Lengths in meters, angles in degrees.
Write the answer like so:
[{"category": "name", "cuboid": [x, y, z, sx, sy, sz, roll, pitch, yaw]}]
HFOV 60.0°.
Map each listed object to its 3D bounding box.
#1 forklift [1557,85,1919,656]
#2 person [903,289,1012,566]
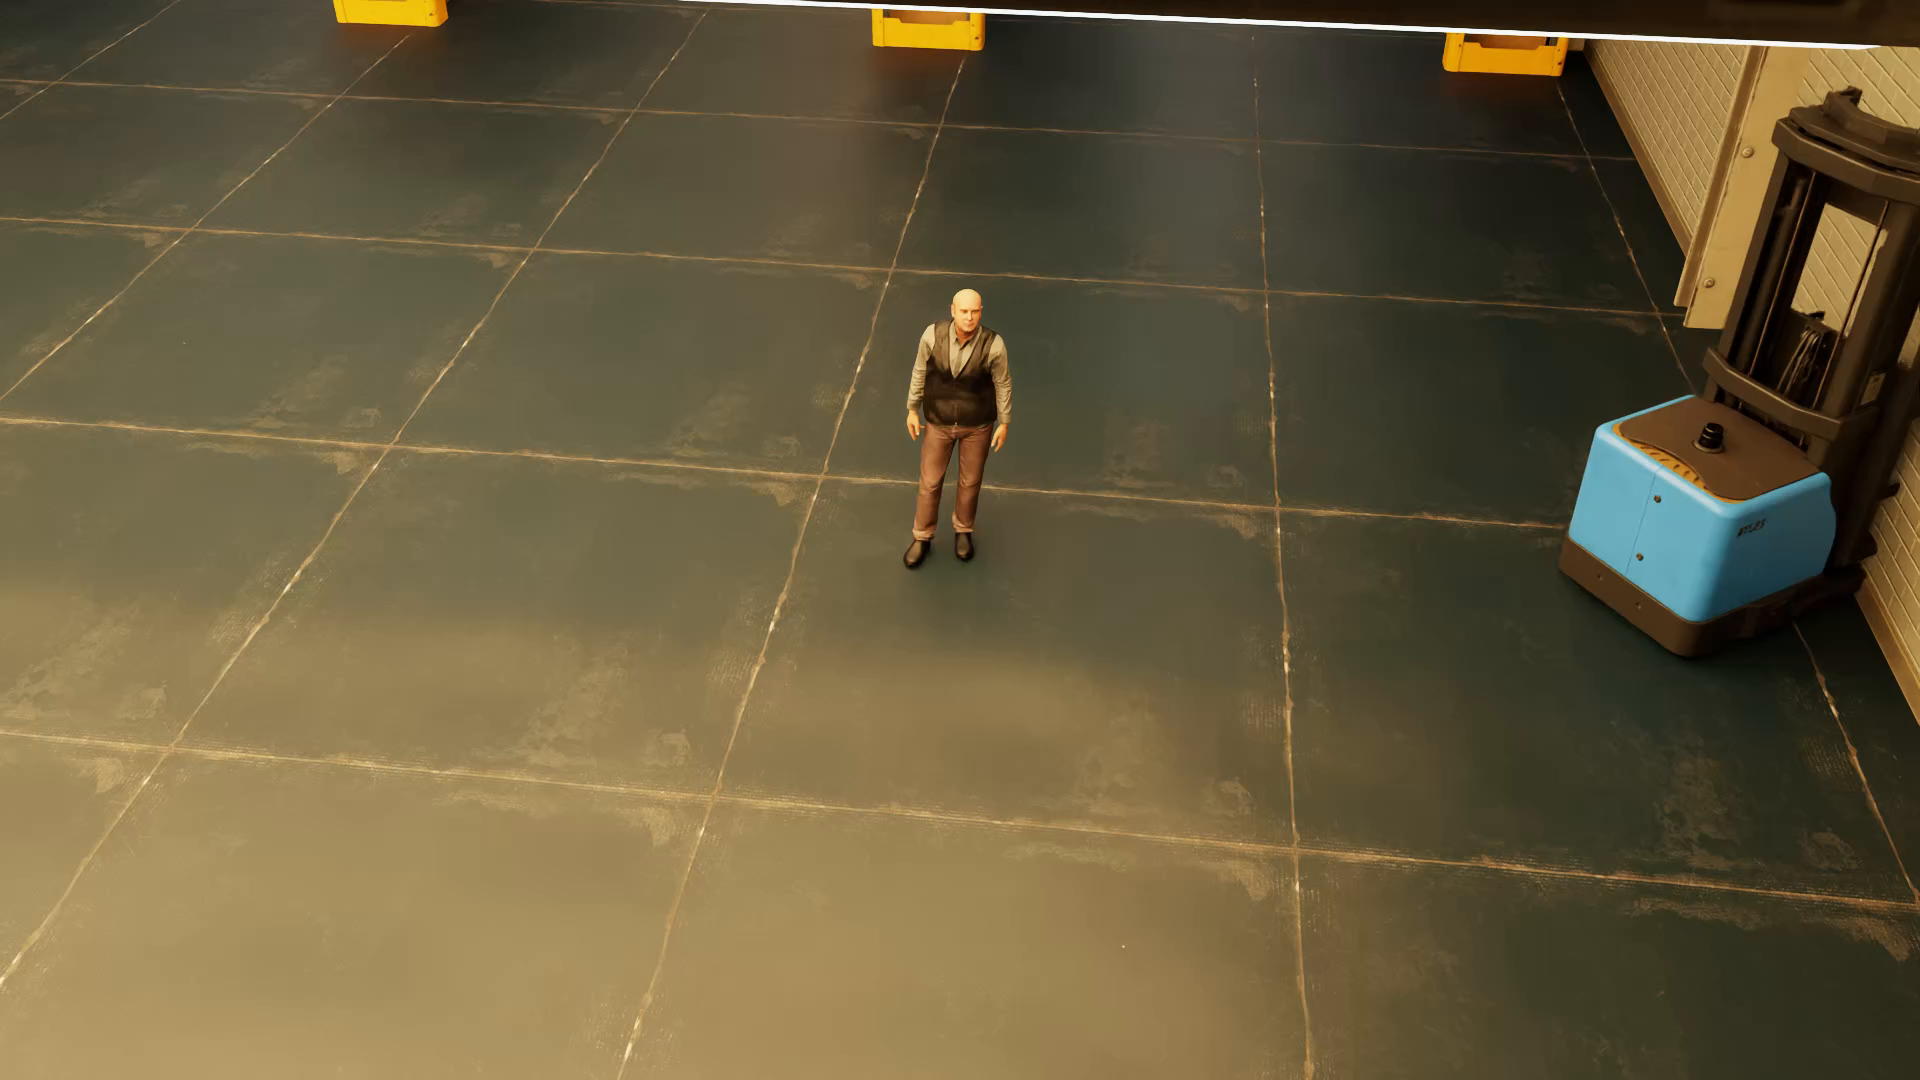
[{"category": "forklift", "cuboid": [5.199, -1.131, 9.564, 3.031, 2.935, 1.130, -17, 40, -22]}, {"category": "person", "cuboid": [-0.016, -0.663, 9.936, 0.632, 1.720, 0.568, 4, 37, 6]}]
